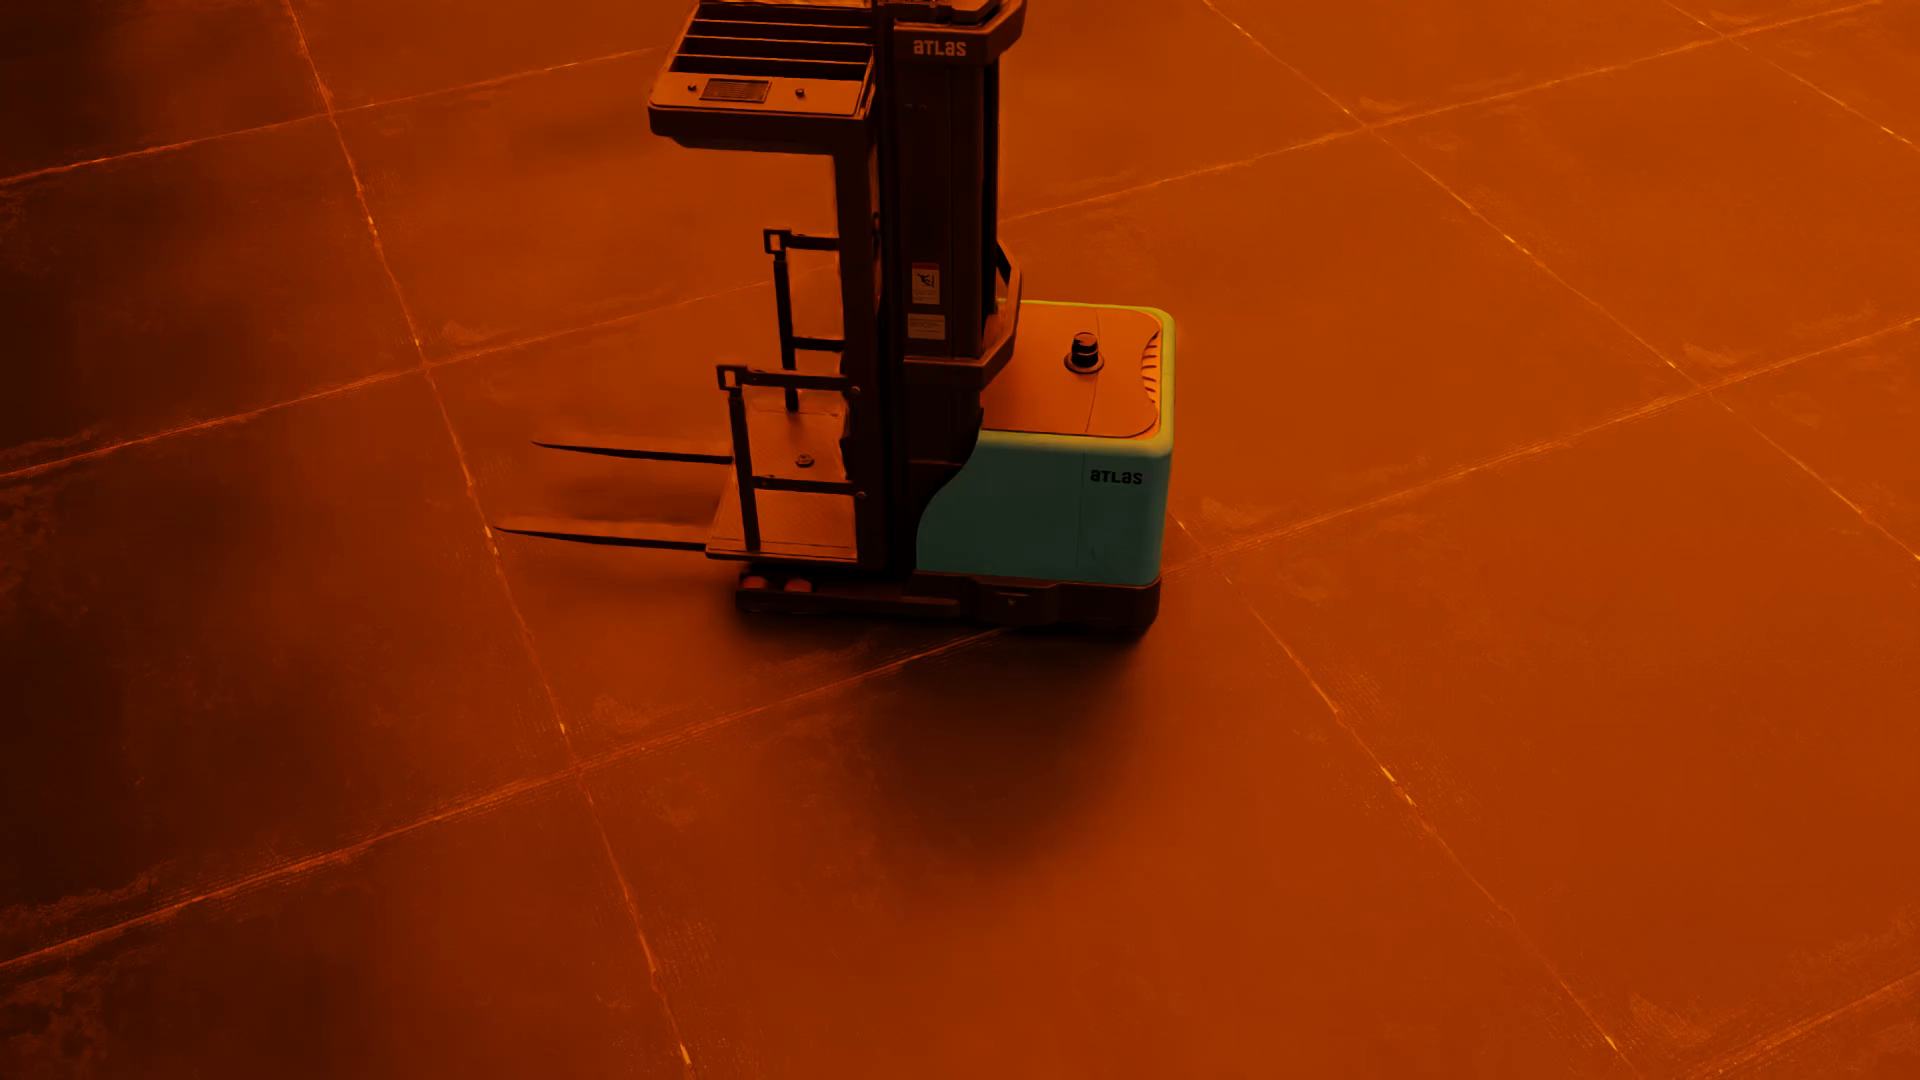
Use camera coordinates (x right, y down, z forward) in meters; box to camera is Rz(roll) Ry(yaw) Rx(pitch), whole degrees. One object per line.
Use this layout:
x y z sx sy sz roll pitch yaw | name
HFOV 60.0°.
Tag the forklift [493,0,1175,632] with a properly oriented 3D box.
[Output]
-0.588 -1.091 6.849 3.031 2.935 1.130 4 43 4 | forklift
